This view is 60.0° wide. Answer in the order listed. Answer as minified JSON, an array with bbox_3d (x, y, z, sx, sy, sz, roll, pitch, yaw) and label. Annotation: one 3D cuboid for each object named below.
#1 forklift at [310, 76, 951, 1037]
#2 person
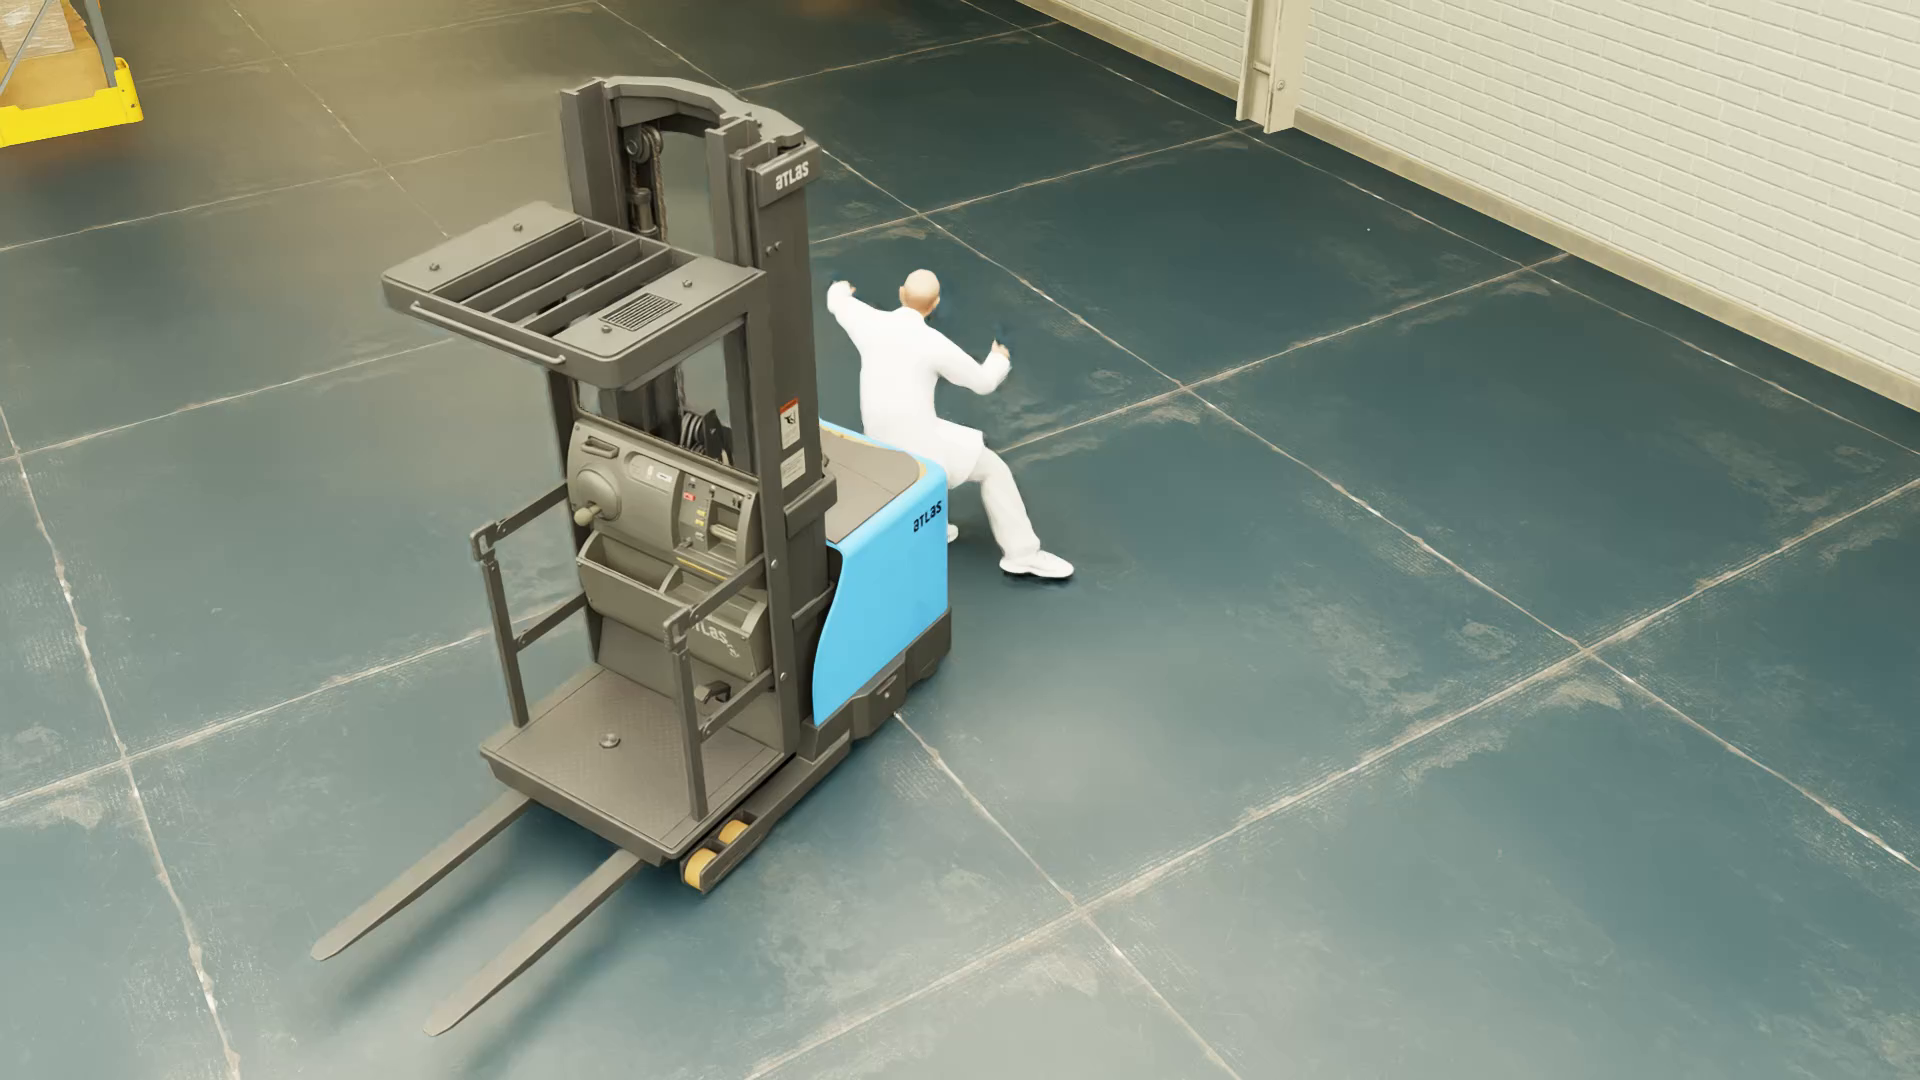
[{"bbox_3d":[-1.281,-0.103,6.295,1.130,2.935,3.031,21,40,27],"label":"forklift"},{"bbox_3d":[-0.123,-0.650,8.326,1.619,1.500,0.804,20,40,26],"label":"person"}]
